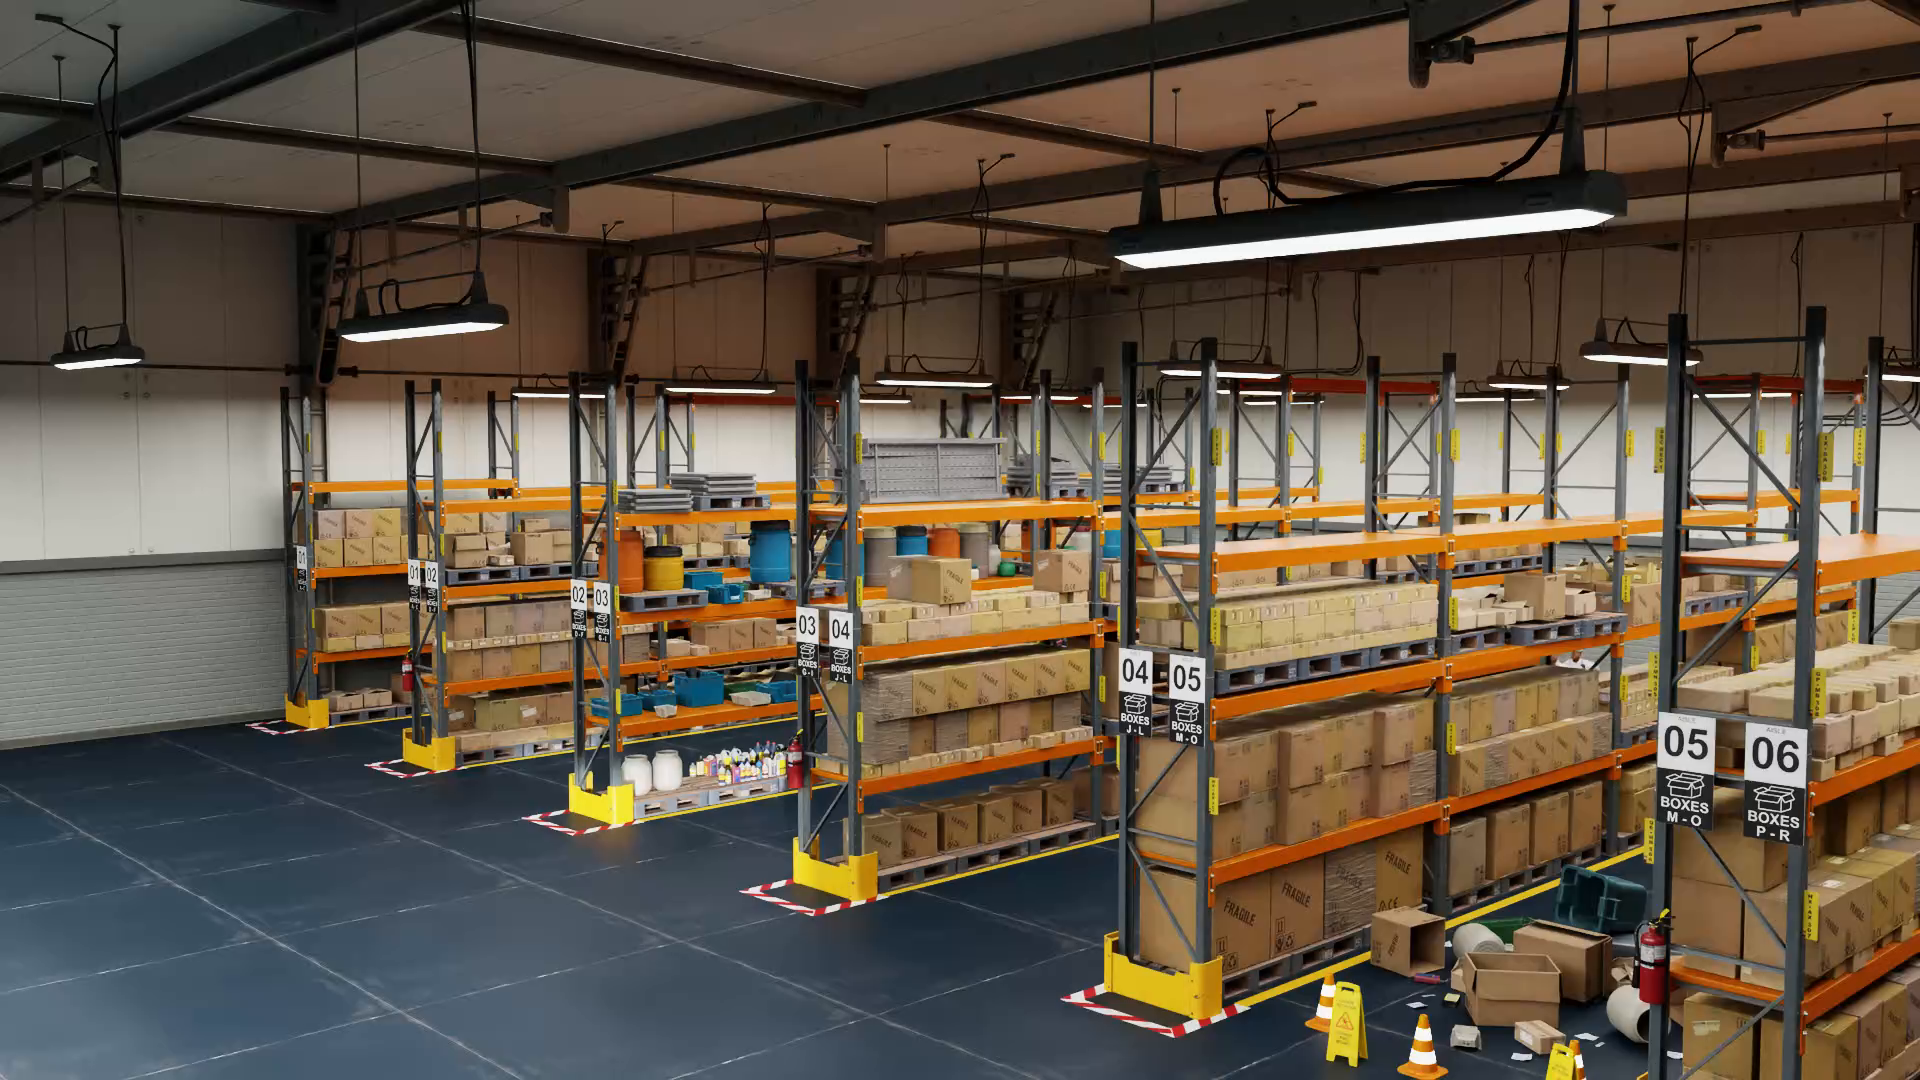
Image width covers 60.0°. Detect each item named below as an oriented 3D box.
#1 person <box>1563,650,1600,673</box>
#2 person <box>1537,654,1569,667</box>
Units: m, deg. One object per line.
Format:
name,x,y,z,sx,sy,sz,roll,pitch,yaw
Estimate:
person,10.206,2.595,27.505,0.635,1.742,0.688,3,5,43
person,9.423,2.582,26.577,0.688,1.760,0.724,3,5,37
